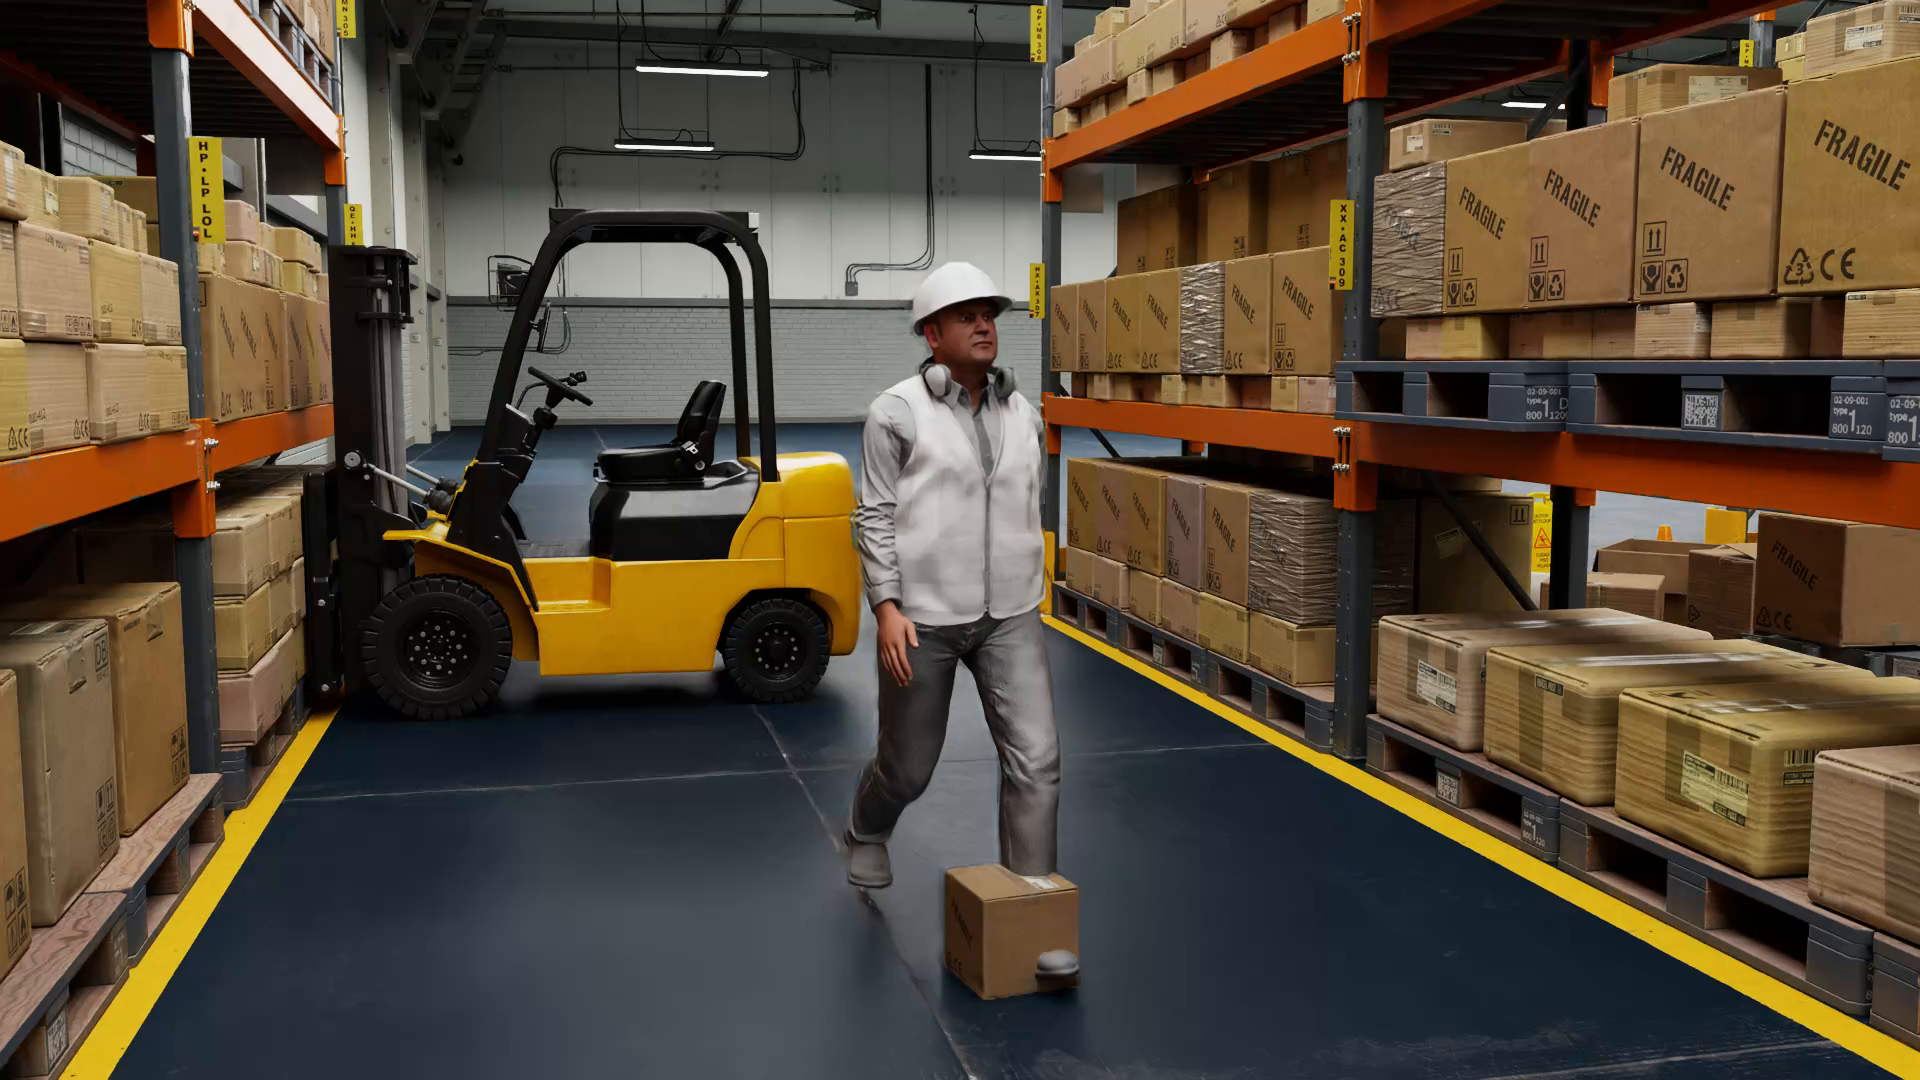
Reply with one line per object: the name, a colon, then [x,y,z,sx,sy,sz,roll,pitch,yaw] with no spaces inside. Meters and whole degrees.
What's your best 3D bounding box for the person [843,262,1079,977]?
person: [-0.013,0.165,4.248,0.550,1.731,0.975,-3,7,-22]
